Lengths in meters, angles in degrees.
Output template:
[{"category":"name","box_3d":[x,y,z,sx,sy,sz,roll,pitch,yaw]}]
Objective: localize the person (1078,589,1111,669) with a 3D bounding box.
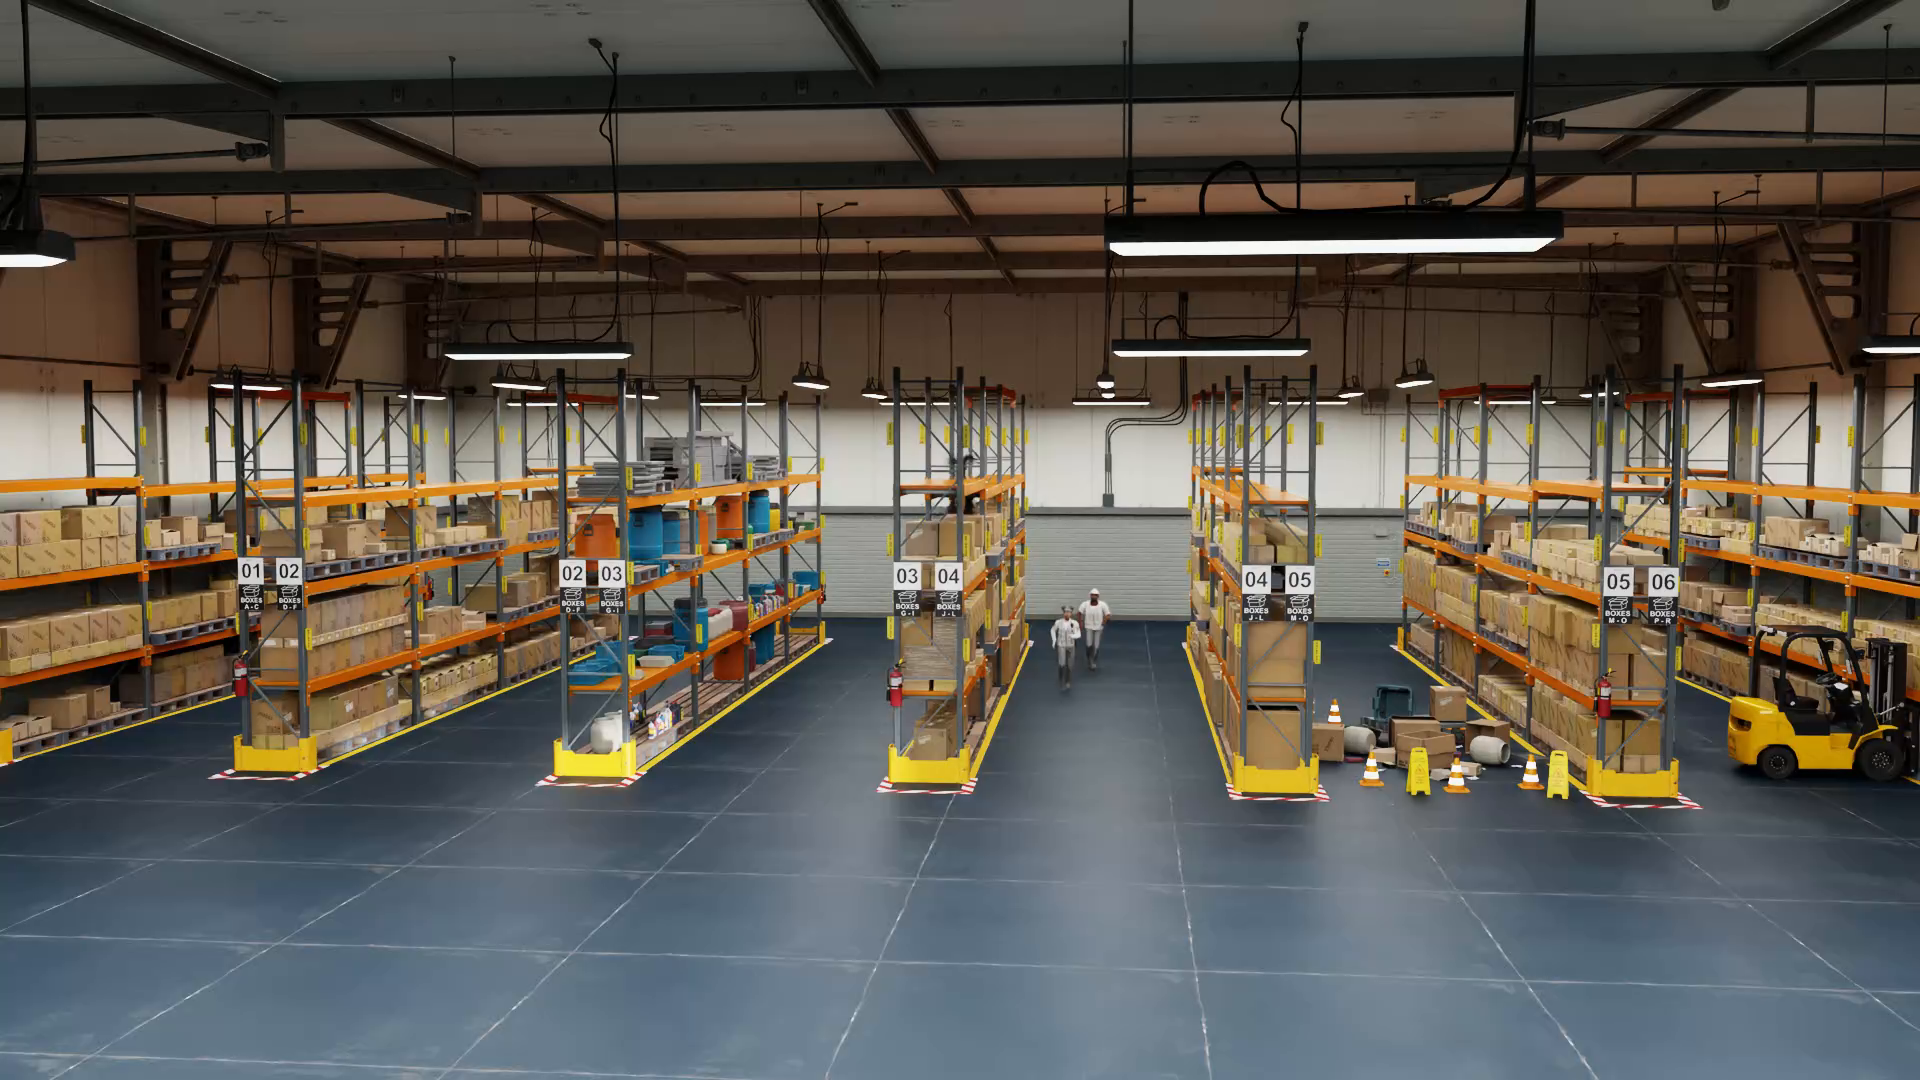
[{"category":"person","box_3d":[2.884,1.913,35.672,0.695,1.744,0.648,0,4,0]}]

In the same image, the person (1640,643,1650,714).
[{"category":"person","box_3d":[11.619,2.453,28.567,0.532,1.545,0.574,0,4,-4]}]

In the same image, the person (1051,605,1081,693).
[{"category":"person","box_3d":[2.085,2.131,32.645,0.567,1.718,0.694,0,4,-2]}]
